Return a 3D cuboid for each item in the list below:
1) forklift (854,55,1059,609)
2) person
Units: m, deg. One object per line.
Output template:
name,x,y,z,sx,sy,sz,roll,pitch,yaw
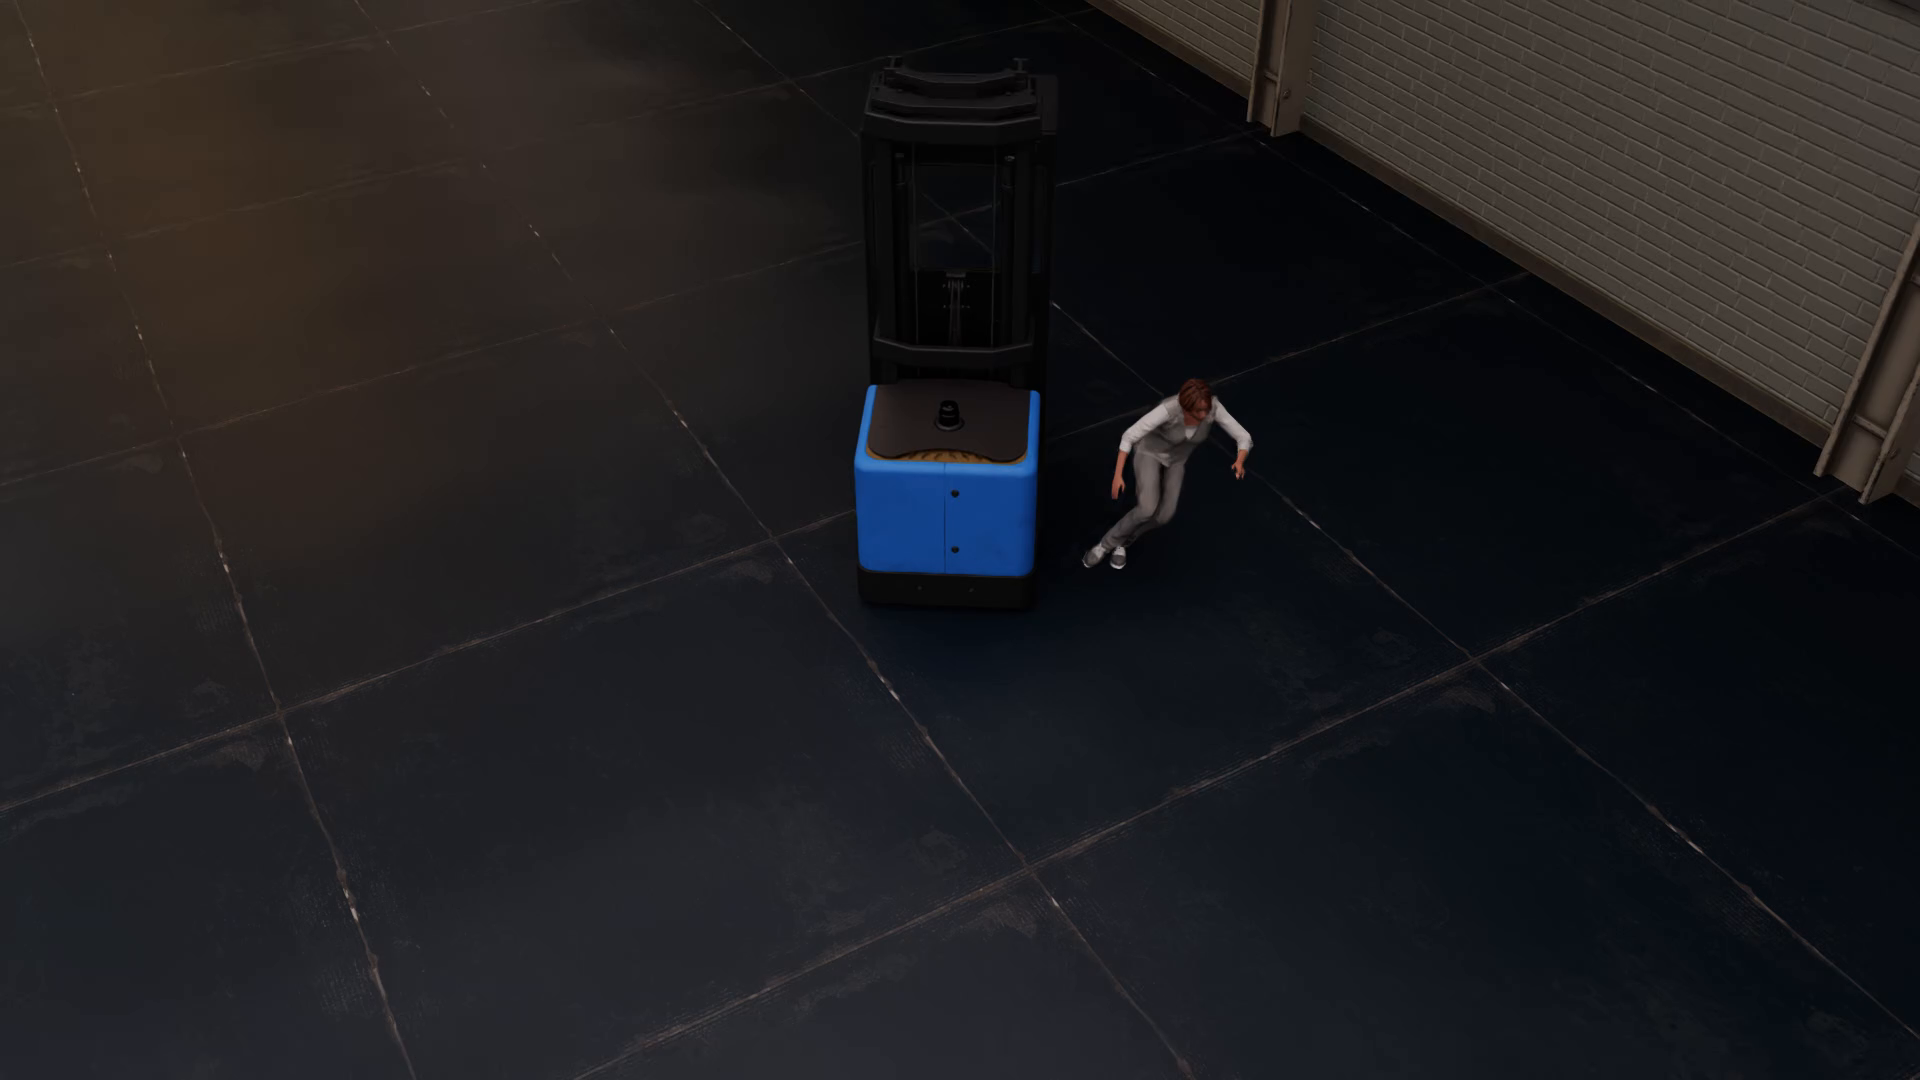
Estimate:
forklift,0.007,-1.651,10.027,1.130,2.935,3.031,2,40,3
person,1.200,-0.334,9.684,0.915,1.364,0.839,-14,42,-17
